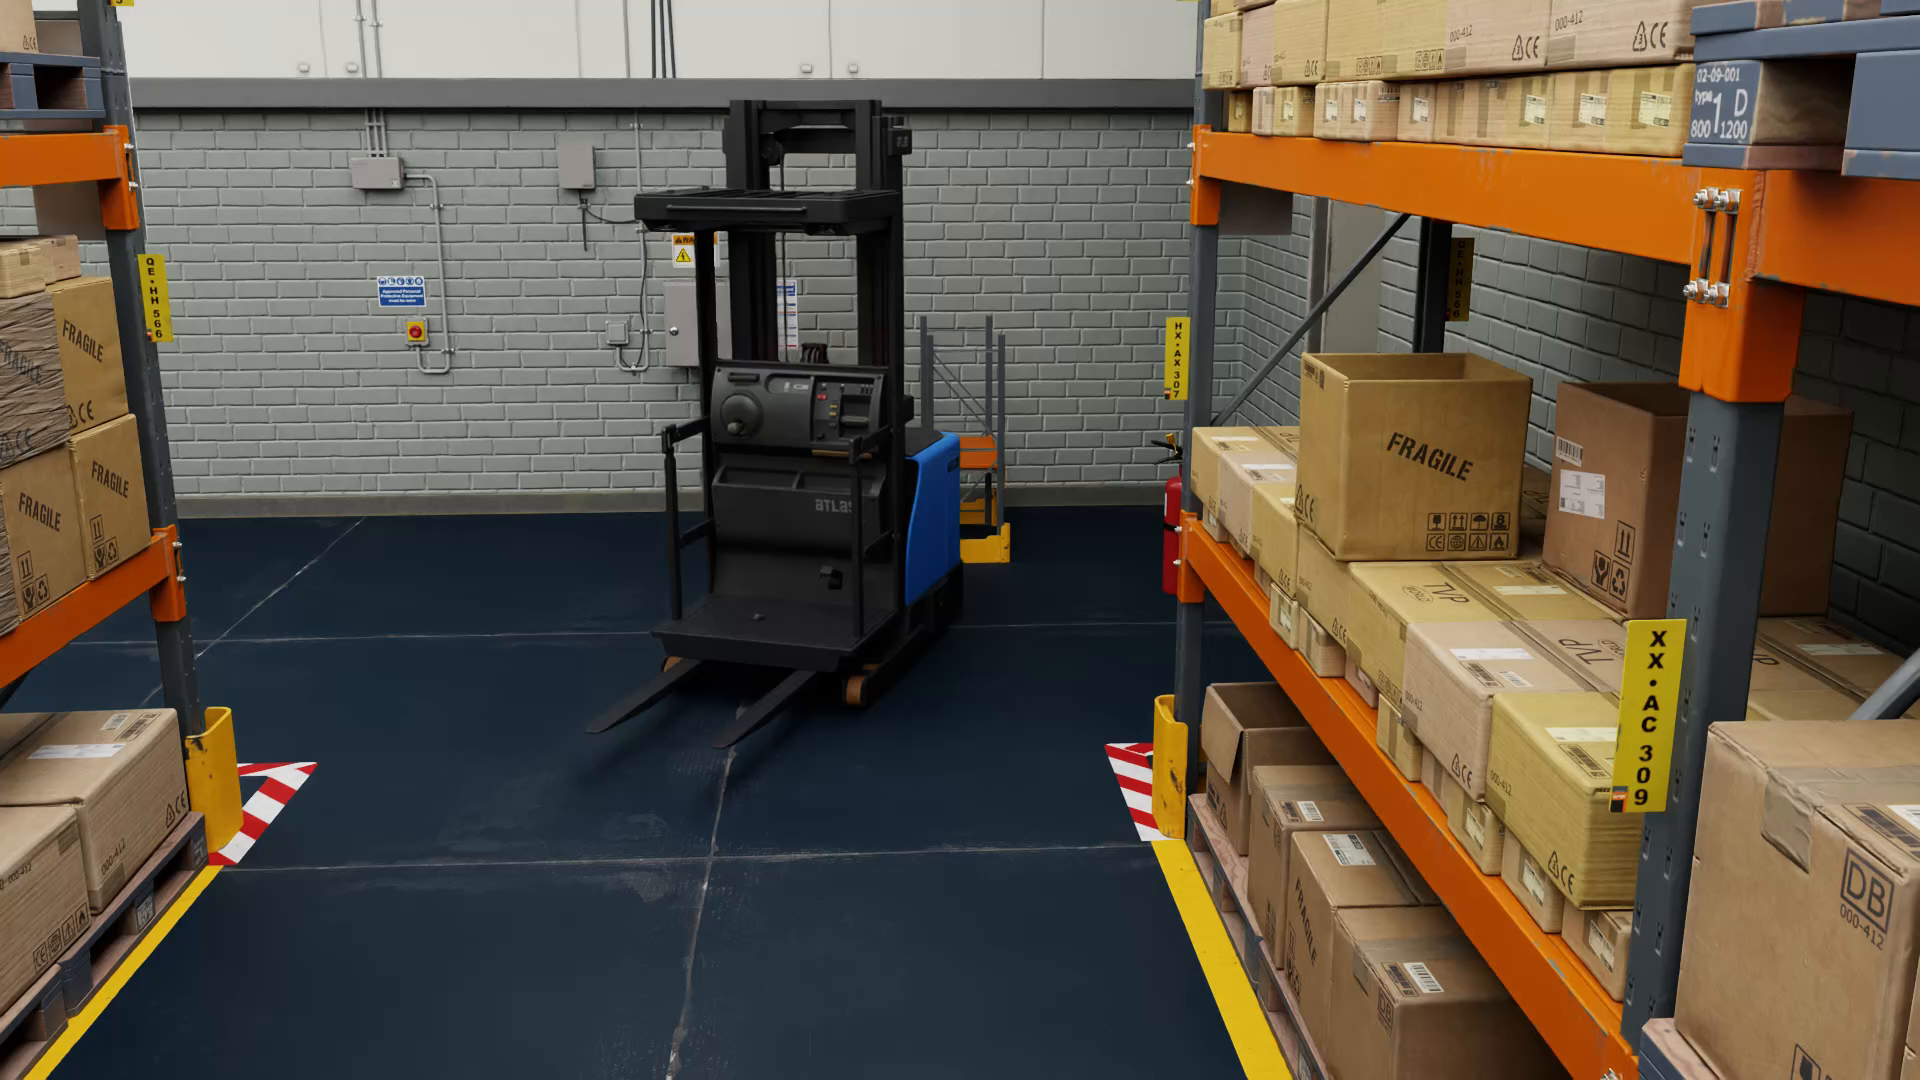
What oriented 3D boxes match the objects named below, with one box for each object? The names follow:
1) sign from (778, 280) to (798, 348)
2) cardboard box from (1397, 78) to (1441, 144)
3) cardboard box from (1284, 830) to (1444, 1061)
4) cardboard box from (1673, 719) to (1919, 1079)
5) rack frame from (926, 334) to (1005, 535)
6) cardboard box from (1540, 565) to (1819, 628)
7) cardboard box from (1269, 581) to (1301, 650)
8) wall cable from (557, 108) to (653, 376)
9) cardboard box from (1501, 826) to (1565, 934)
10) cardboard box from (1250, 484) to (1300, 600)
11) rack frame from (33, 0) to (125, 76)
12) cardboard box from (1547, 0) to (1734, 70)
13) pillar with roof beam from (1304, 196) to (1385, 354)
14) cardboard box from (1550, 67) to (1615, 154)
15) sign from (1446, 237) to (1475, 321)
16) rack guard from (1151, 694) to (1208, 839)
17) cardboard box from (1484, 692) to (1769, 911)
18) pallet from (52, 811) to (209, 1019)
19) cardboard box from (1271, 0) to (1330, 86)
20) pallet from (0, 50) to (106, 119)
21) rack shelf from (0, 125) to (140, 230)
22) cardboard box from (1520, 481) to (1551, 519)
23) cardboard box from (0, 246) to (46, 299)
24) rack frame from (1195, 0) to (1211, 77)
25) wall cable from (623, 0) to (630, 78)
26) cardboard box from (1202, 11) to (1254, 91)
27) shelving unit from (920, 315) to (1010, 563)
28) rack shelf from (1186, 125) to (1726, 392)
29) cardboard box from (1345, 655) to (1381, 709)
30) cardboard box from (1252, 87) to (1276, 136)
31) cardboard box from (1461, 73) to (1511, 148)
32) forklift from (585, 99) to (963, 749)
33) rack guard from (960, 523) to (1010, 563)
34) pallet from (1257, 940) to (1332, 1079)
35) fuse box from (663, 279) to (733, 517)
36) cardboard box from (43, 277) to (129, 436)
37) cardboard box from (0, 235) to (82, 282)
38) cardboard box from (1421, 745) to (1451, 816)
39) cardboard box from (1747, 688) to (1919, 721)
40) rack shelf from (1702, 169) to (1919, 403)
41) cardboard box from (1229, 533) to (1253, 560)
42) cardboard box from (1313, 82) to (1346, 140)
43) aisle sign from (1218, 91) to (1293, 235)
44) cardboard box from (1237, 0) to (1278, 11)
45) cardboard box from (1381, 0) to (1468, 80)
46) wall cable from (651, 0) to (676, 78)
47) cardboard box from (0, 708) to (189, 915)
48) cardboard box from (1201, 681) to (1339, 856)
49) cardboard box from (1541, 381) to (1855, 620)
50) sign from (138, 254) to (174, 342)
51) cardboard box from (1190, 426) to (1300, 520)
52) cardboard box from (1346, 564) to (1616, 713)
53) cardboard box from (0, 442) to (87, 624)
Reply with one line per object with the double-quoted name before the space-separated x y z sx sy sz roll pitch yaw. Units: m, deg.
"sign" -1.343 -1.636 12.054 0.329 0.494 0.001 -1 14 -3
"cardboard box" 1.289 -1.041 4.039 0.380 0.149 0.250 -1 14 -3
"cardboard box" 1.289 1.205 4.996 0.500 0.500 0.500 -1 14 -2
"cardboard box" 1.453 0.565 2.268 0.700 0.500 0.500 -1 14 -2
"rack frame" 0.037 -0.579 10.766 0.500 1.500 0.032 -1 14 -3
"cardboard box" 1.817 0.241 4.273 0.500 0.250 0.500 -1 14 -2
"cardboard box" 1.175 0.227 5.129 0.380 0.149 0.250 -1 14 -5
"wall cable" -2.514 -2.143 11.797 0.588 1.984 0.122 -1 14 -3
"cardboard box" 1.336 0.675 3.388 0.380 0.149 0.250 0 14 -2
"cardboard box" 1.224 -0.005 5.230 0.500 0.250 0.500 -1 14 -4
"rack frame" -3.556 -3.130 5.631 1.000 3.000 0.127 -1 14 -3
"cardboard box" 1.366 -0.947 2.873 0.500 0.250 0.500 -1 14 -3
"pillar with roof beam" -2.166 -3.825 8.334 9.100 9.000 0.400 -1 14 -3
"cardboard box" 1.317 -0.784 3.038 0.380 0.149 0.250 -1 14 -4
"sign" 1.953 -1.019 6.510 0.100 0.325 0.005 -1 14 -3
"rack guard" 1.403 0.928 6.918 1.175 0.500 0.348 -1 14 -3
"cardboard box" 1.371 0.499 3.273 0.500 0.250 0.500 -1 14 -2
"pallet" -3.428 1.324 5.958 1.003 0.211 1.213 -1 14 -3
"cardboard box" 1.224 -1.458 4.857 0.500 0.250 0.500 -1 14 -5
"pallet" -3.499 -1.450 5.299 1.003 0.211 1.213 -1 14 -3
"rack shelf" -3.432 -0.831 4.161 1.077 0.370 4.000 -1 14 -3
"cardboard box" 1.748 -0.011 5.255 0.500 0.250 0.500 0 14 -2
"cardboard box" -3.194 -0.859 5.337 0.380 0.149 0.250 -1 14 -4
"rack frame" 1.398 -3.207 5.932 1.000 3.000 0.127 -1 14 -3
"wall cable" -3.438 -4.551 11.155 2.355 3.000 0.029 -1 14 -3
"cardboard box" 1.153 -1.711 5.842 0.500 0.250 0.500 -1 14 -4
"shelving unit" 0.005 -0.707 11.266 0.587 1.500 1.083 -1 14 -3
"rack shelf" 1.522 -0.909 4.462 1.077 0.370 4.000 -1 14 -3
"cardboard box" 1.296 0.355 4.630 0.380 0.149 0.250 -1 14 -4
"cardboard box" 1.140 -1.358 5.267 0.380 0.149 0.250 -1 14 -2
"cardboard box" 1.298 -0.912 3.535 0.380 0.149 0.250 -1 14 -4
"forklift" -0.899 -0.694 8.340 1.130 2.935 3.031 4 15 16
"rack guard" 0.036 0.022 10.940 0.587 0.250 0.087 -1 14 -3
"pallet" 1.526 1.569 5.007 1.003 0.211 1.213 -1 14 -3
"fuse box" -1.823 -0.998 11.973 0.539 1.711 0.414 -1 14 -3
"cardboard box" -3.288 -0.641 5.790 0.500 0.500 0.500 0 14 -2
"cardboard box" -3.334 -0.985 5.826 0.380 0.149 0.250 -1 14 -3
"cardboard box" 1.307 0.545 3.893 0.380 0.149 0.250 -1 14 -2
"cardboard box" 1.885 0.494 3.290 0.500 0.250 0.500 -1 14 -4
"rack shelf" 1.770 0.086 0.596 1.077 0.370 4.000 -1 14 -3
"cardboard box" 1.207 -0.032 6.134 0.380 0.149 0.250 -1 14 -2
"cardboard box" 1.184 -1.167 4.528 0.380 0.149 0.250 -1 14 -3
"aisle sign" 1.101 -1.573 6.404 0.394 0.787 0.004 -1 14 -3
"cardboard box" 1.188 -1.827 5.289 0.500 0.250 0.500 -1 14 -4
"cardboard box" 1.303 -1.204 3.870 0.500 0.250 0.500 -1 14 -2
"wall cable" -0.656 -4.603 11.281 2.988 3.039 0.133 -1 14 -3
"cardboard box" -3.415 0.976 6.013 0.875 0.438 0.875 -1 14 -5
"cardboard box" 1.342 0.857 6.342 0.797 0.503 0.637 -1 15 -6
"cardboard box" 1.819 -0.116 4.157 0.500 0.500 0.500 -1 14 -5
"sign" -3.013 -0.905 6.224 0.100 0.325 0.005 -1 14 -3
"cardboard box" 1.157 -0.256 6.207 0.500 0.250 0.500 -1 14 -3
"cardboard box" 1.308 0.250 4.239 0.500 0.250 0.500 -1 14 -4
"cardboard box" -3.246 -0.032 5.429 0.500 0.500 0.500 -1 14 -5
